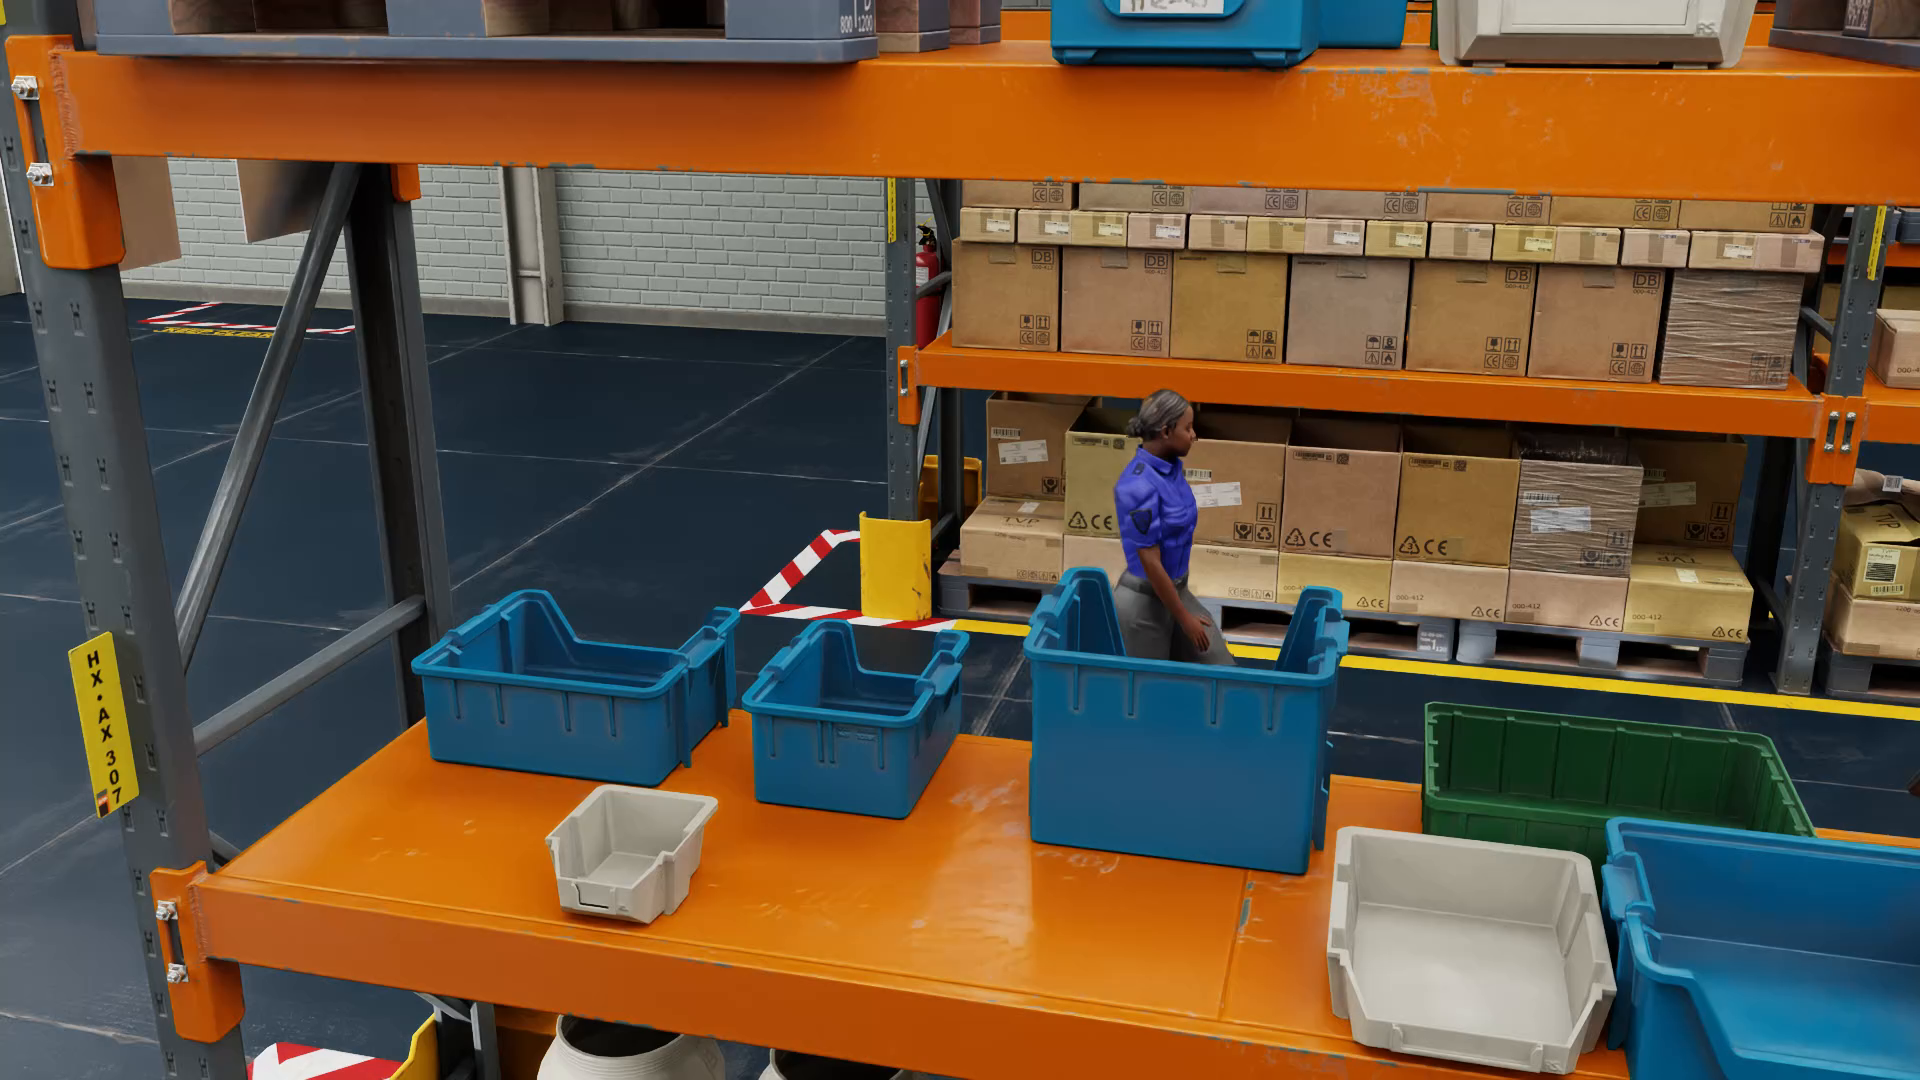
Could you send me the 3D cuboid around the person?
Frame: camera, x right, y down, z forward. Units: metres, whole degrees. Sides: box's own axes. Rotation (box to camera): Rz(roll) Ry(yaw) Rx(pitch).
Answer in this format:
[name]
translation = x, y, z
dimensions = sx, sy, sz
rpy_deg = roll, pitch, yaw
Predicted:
[person]
translation = 0.779, 0.230, 6.020
dimensions = 1.009, 1.553, 0.427
rpy_deg = 12, 22, 32
